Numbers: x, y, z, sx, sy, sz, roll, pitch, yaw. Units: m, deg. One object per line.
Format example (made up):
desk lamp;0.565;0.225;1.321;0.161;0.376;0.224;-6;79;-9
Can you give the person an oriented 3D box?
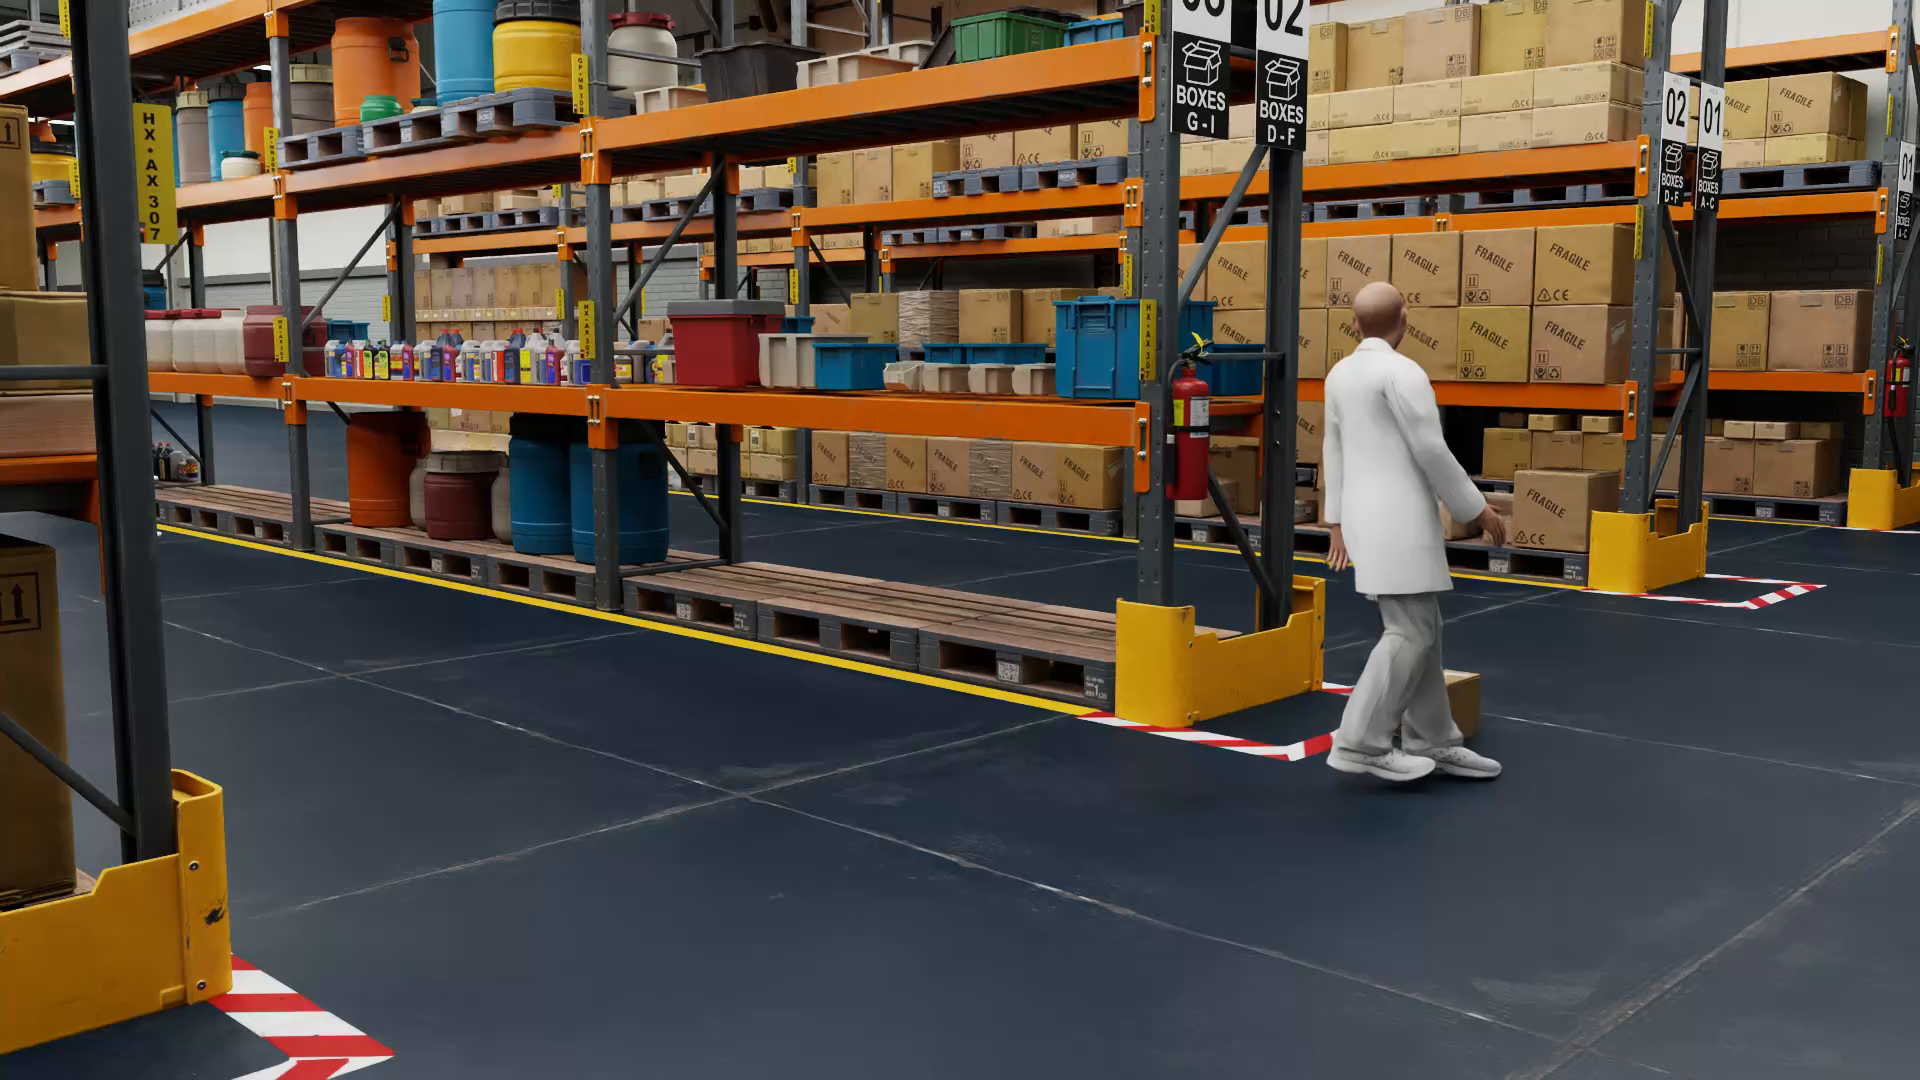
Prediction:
person;1.618;-0.029;6.000;0.673;1.776;0.607;-2;7;-13
